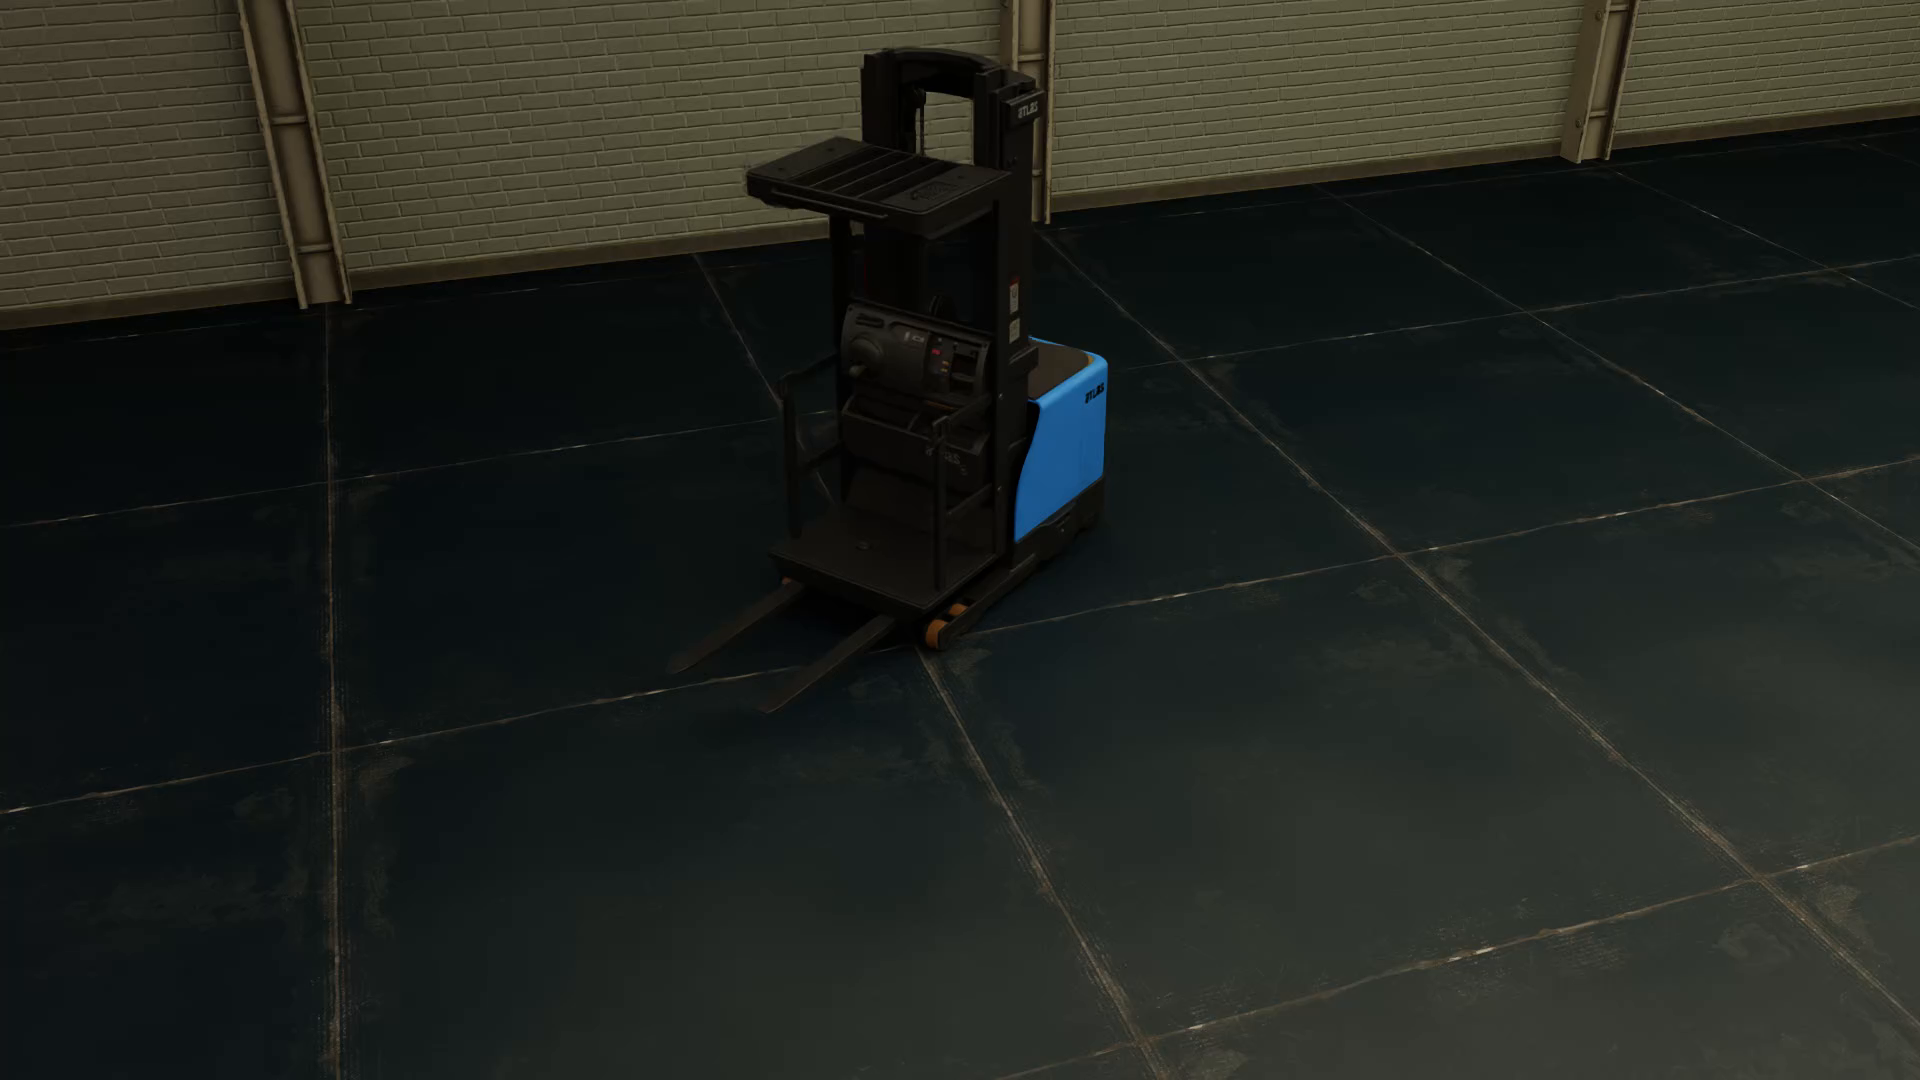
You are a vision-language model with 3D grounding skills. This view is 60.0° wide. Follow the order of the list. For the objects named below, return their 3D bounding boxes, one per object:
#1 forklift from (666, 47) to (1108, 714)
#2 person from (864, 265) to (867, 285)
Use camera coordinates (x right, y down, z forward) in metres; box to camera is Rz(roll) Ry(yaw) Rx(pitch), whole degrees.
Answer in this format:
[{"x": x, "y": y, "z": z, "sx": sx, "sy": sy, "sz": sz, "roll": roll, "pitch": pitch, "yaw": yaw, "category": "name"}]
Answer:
[{"x": -0.364, "y": -0.946, "z": 8.732, "sx": 1.130, "sy": 2.935, "sz": 3.031, "roll": 19, "pitch": 35, "yaw": 29, "category": "forklift"}, {"x": -0.354, "y": -1.215, "z": 10.476, "sx": 0.448, "sy": 1.645, "sz": 0.767, "roll": -7, "pitch": 31, "yaw": -12, "category": "person"}]
